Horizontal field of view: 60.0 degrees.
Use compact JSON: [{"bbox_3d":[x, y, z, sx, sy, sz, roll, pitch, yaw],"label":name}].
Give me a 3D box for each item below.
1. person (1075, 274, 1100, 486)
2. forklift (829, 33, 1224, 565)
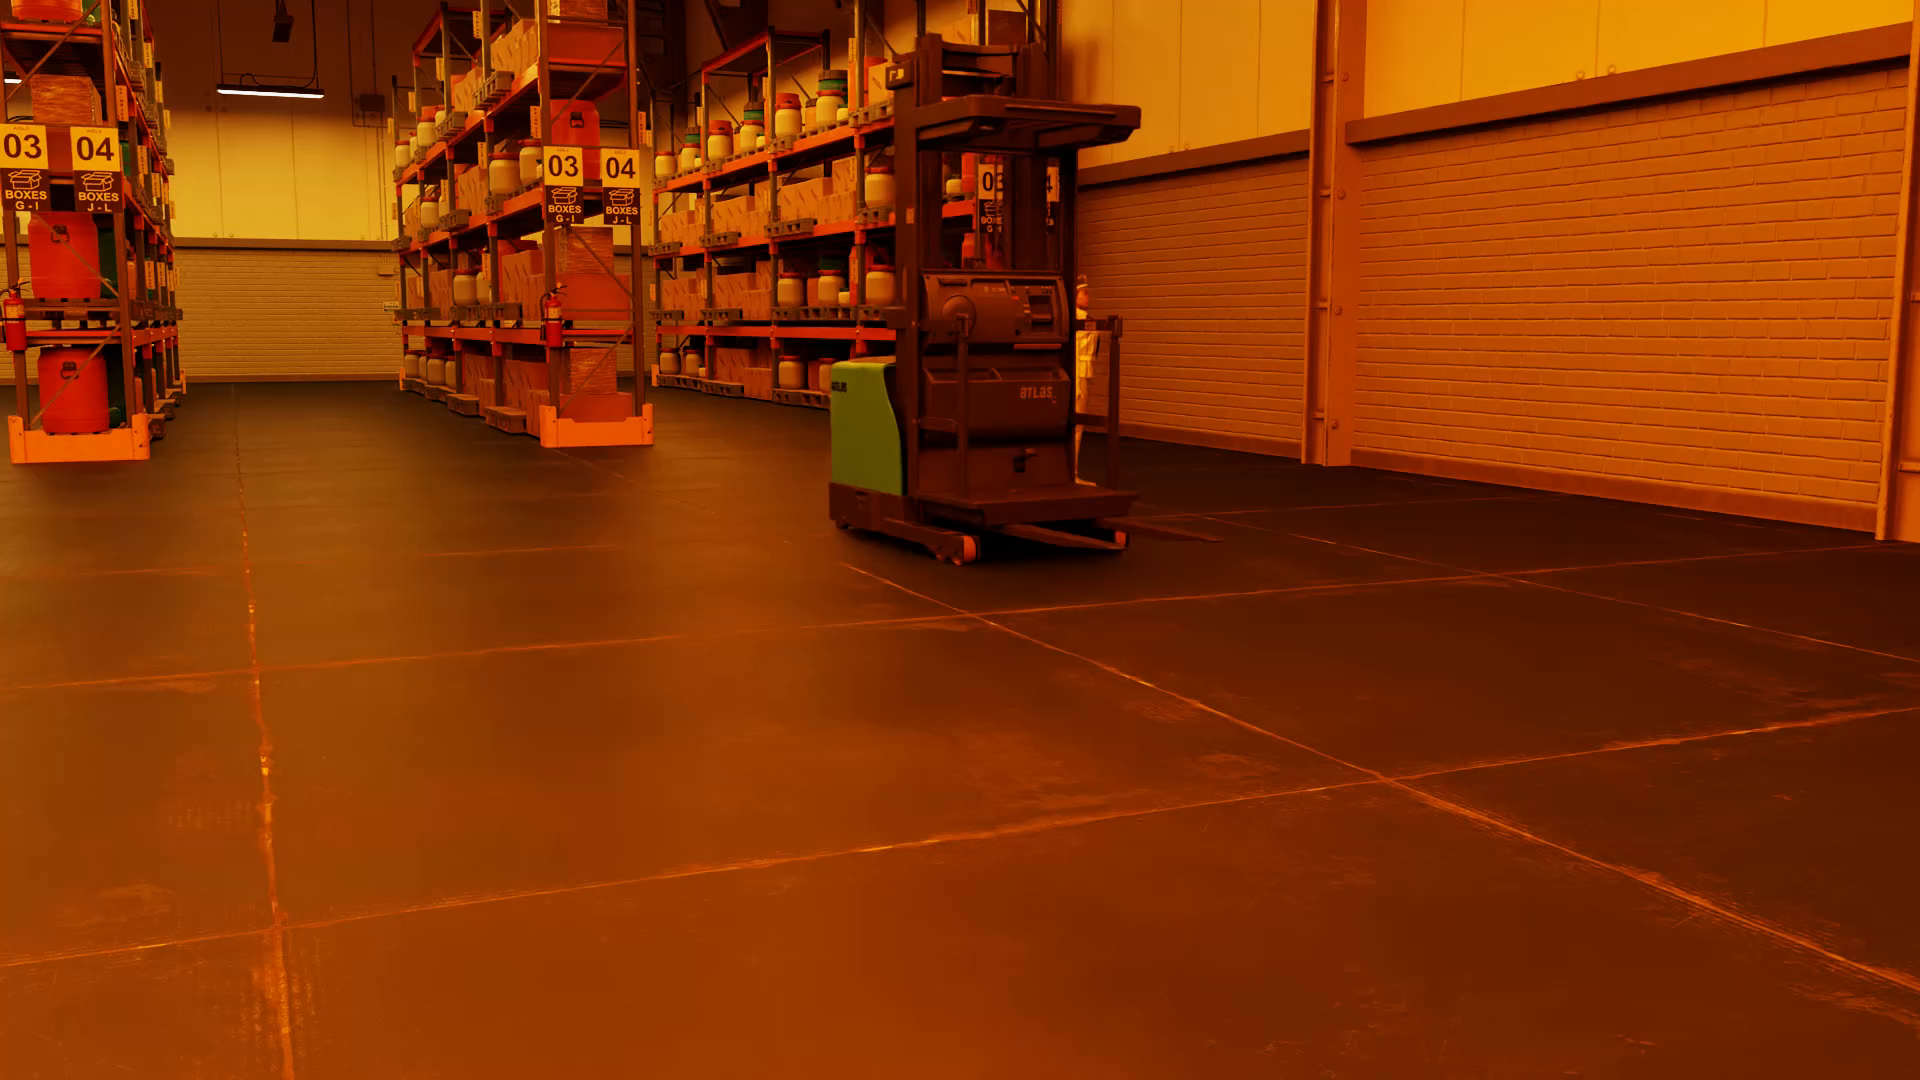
[{"bbox_3d":[0.919,-1.231,13.039,0.339,1.692,0.463,1,8,7],"label":"person"},{"bbox_3d":[0.318,-1.383,9.431,1.130,2.935,3.031,-4,9,-29],"label":"forklift"}]
